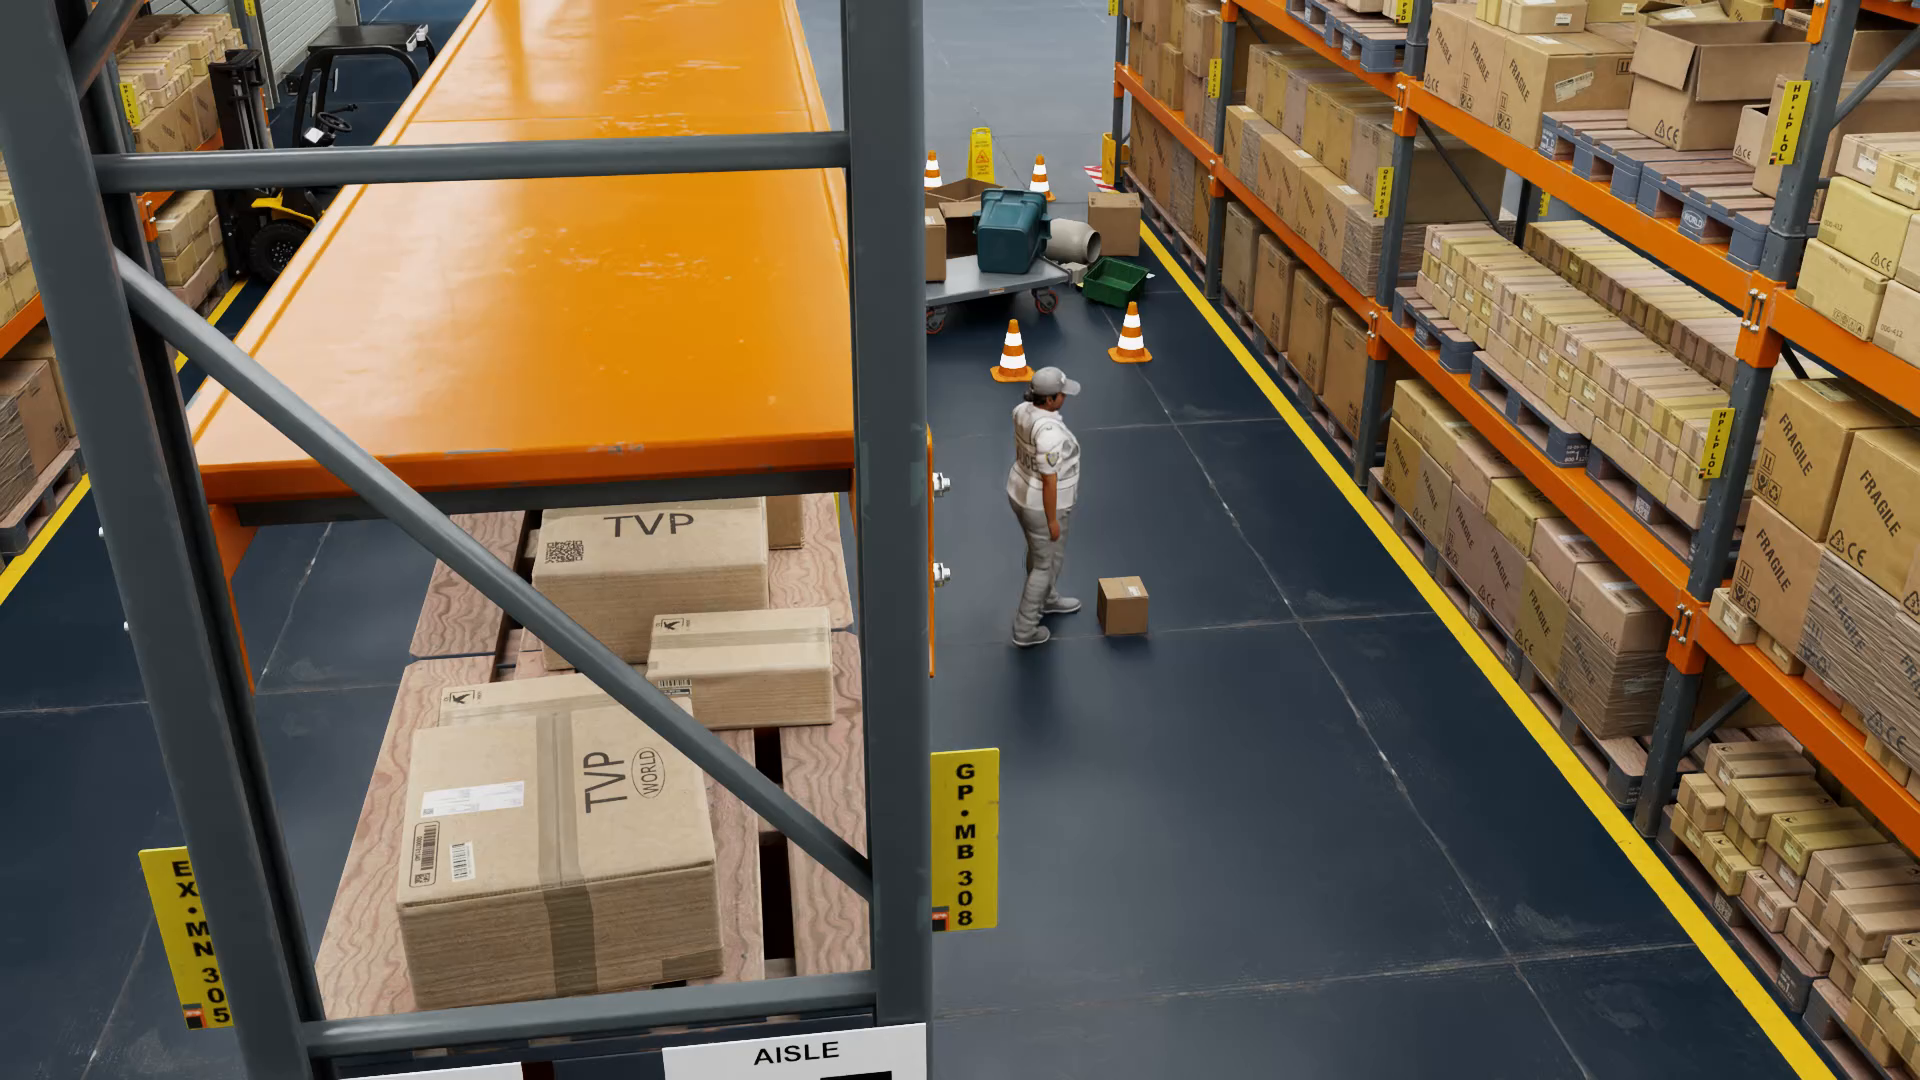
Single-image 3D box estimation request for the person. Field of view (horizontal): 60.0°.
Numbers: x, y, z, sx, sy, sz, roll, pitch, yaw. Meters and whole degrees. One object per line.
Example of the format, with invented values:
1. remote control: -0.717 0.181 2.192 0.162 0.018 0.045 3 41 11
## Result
1. person: 0.508 -0.219 9.515 0.577 1.670 0.485 -11 29 -20
